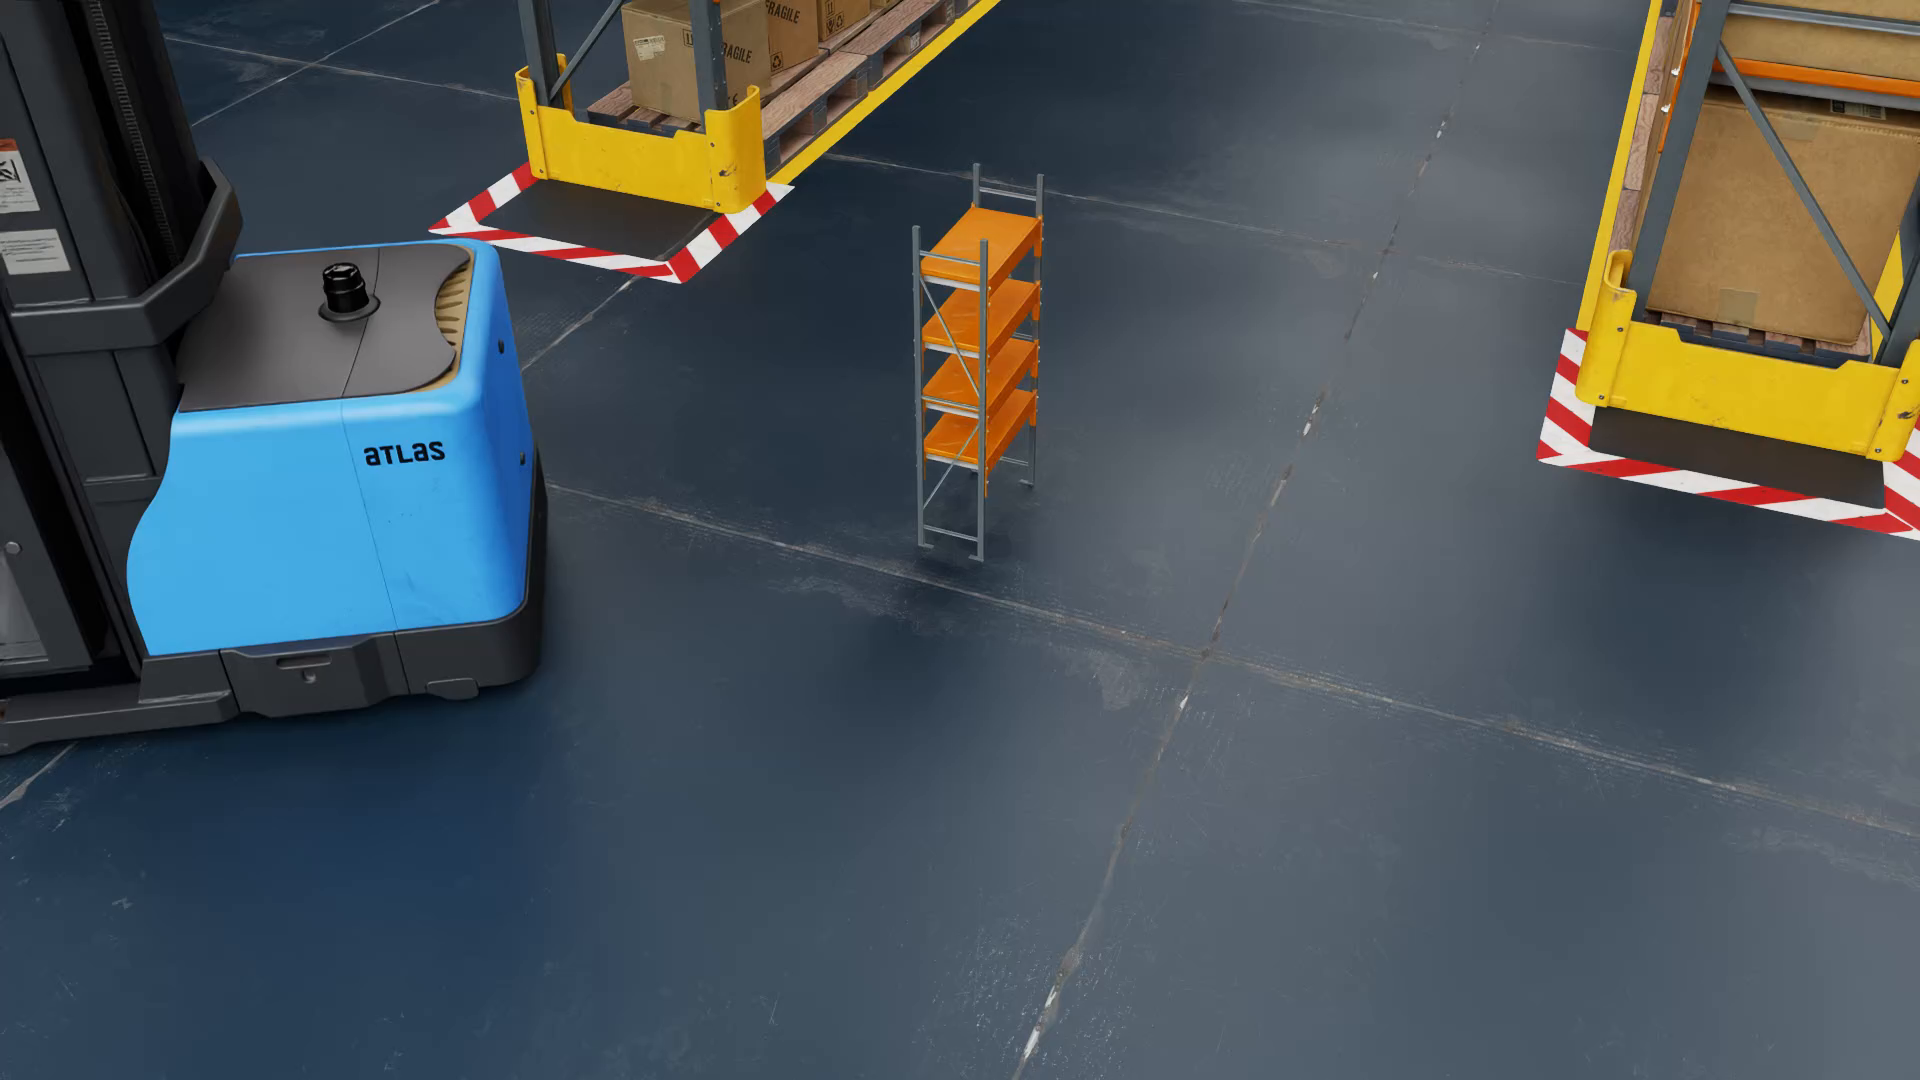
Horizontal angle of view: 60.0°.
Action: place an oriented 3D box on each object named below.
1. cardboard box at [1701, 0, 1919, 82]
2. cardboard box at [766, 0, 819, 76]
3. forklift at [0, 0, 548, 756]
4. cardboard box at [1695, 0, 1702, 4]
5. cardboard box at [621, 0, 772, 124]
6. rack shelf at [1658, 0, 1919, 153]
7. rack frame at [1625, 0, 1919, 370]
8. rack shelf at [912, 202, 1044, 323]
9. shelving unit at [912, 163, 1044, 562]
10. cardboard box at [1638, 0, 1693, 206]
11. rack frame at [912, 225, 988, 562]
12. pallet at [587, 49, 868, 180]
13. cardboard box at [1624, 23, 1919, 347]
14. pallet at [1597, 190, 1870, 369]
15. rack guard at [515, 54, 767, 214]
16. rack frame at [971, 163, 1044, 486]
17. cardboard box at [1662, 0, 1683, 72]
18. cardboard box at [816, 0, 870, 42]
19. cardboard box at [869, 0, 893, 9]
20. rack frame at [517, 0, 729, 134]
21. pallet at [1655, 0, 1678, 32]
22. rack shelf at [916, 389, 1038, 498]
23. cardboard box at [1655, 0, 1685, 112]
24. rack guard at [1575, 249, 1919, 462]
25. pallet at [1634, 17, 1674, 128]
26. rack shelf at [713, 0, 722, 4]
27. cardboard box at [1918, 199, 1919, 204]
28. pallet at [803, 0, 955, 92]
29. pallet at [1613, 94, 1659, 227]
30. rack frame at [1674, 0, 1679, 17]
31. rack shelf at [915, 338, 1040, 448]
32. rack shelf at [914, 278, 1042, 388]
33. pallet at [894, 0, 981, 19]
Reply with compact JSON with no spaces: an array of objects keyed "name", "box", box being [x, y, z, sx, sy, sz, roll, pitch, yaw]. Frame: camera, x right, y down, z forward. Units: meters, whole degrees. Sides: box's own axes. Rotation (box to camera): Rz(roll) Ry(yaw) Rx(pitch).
[{"name":"cardboard box","box":[3.102,-1.995,5.788,0.875,0.550,0.550,14,39,18]},{"name":"cardboard box","box":[-1.097,-2.752,8.664,0.500,0.500,0.500,25,43,29]},{"name":"forklift","box":[-2.862,-0.848,4.436,3.031,2.935,1.130,-6,37,-8]},{"name":"cardboard box","box":[3.291,-2.304,6.202,0.875,0.550,0.550,14,39,18]},{"name":"cardboard box","box":[-1.293,-2.414,8.211,0.500,0.500,0.500,21,42,26]},{"name":"rack shelf","box":[3.764,-2.538,7.241,1.077,0.370,4.000,14,39,18]},{"name":"rack frame","box":[3.003,-1.719,5.544,1.000,3.000,0.127,14,39,18]},{"name":"rack shelf","box":[0.063,-0.887,5.278,0.258,0.148,0.480,14,39,18]},{"name":"shelving unit","box":[0.063,-0.572,5.513,0.258,1.200,0.503,14,39,18]},{"name":"cardboard box","box":[3.533,-1.914,7.229,0.875,0.875,0.875,13,39,17]},{"name":"rack frame","box":[-0.030,-0.437,5.333,0.240,1.200,0.015,14,39,18]},{"name":"pallet","box":[-1.175,-2.272,8.613,1.003,0.211,1.213,14,39,18]},{"name":"cardboard box","box":[3.200,-1.426,6.577,0.875,0.875,0.875,14,39,18]},{"name":"pallet","box":[3.235,-1.062,6.995,1.003,0.211,1.213,14,39,18]},{"name":"rack guard","box":[-1.517,-1.945,7.935,1.175,0.500,0.348,14,39,18]},{"name":"rack frame","box":[0.156,-0.707,5.694,0.240,1.200,0.015,14,39,18]},{"name":"cardboard box","box":[4.221,-2.918,8.573,0.875,0.875,0.875,14,39,18]},{"name":"cardboard box","box":[-0.841,-3.095,9.122,0.500,0.500,0.500,18,40,22]},{"name":"cardboard box","box":[-0.587,-3.393,9.522,0.500,0.500,0.500,11,38,14]},{"name":"rack frame","box":[-1.546,-2.905,7.131,1.000,3.000,0.127,14,39,18]},{"name":"pallet","box":[4.749,-3.261,9.936,1.003,0.211,1.213,14,39,18]},{"name":"rack shelf","box":[0.063,-0.359,5.673,0.258,0.148,0.480,14,39,18]},{"name":"cardboard box","box":[3.881,-2.418,7.904,0.875,0.875,0.875,14,39,18]},{"name":"rack guard","box":[2.994,-0.704,6.275,1.175,0.500,0.348,14,39,18]},{"name":"pallet","box":[4.163,-2.413,8.802,1.003,0.211,1.213,14,39,18]},{"name":"rack shelf","box":[-0.785,-3.724,8.827,1.077,0.370,4.000,14,39,18]},{"name":"cardboard box","box":[4.883,-1.840,7.792,0.500,0.500,0.500,21,42,25]},{"name":"pallet","box":[-0.709,-2.945,9.513,1.003,0.211,1.213,14,39,18]},{"name":"pallet","box":[3.700,-1.735,7.896,1.003,0.211,1.213,14,39,18]},{"name":"rack frame","box":[4.525,-3.933,8.507,1.000,3.000,0.127,14,39,18]},{"name":"rack shelf","box":[0.063,-0.518,5.554,0.258,0.148,0.480,14,39,18]},{"name":"rack shelf","box":[0.063,-0.698,5.420,0.258,0.148,0.480,14,39,18]},{"name":"pallet","box":[-0.247,-3.622,10.420,1.003,0.211,1.213,14,39,18]}]
